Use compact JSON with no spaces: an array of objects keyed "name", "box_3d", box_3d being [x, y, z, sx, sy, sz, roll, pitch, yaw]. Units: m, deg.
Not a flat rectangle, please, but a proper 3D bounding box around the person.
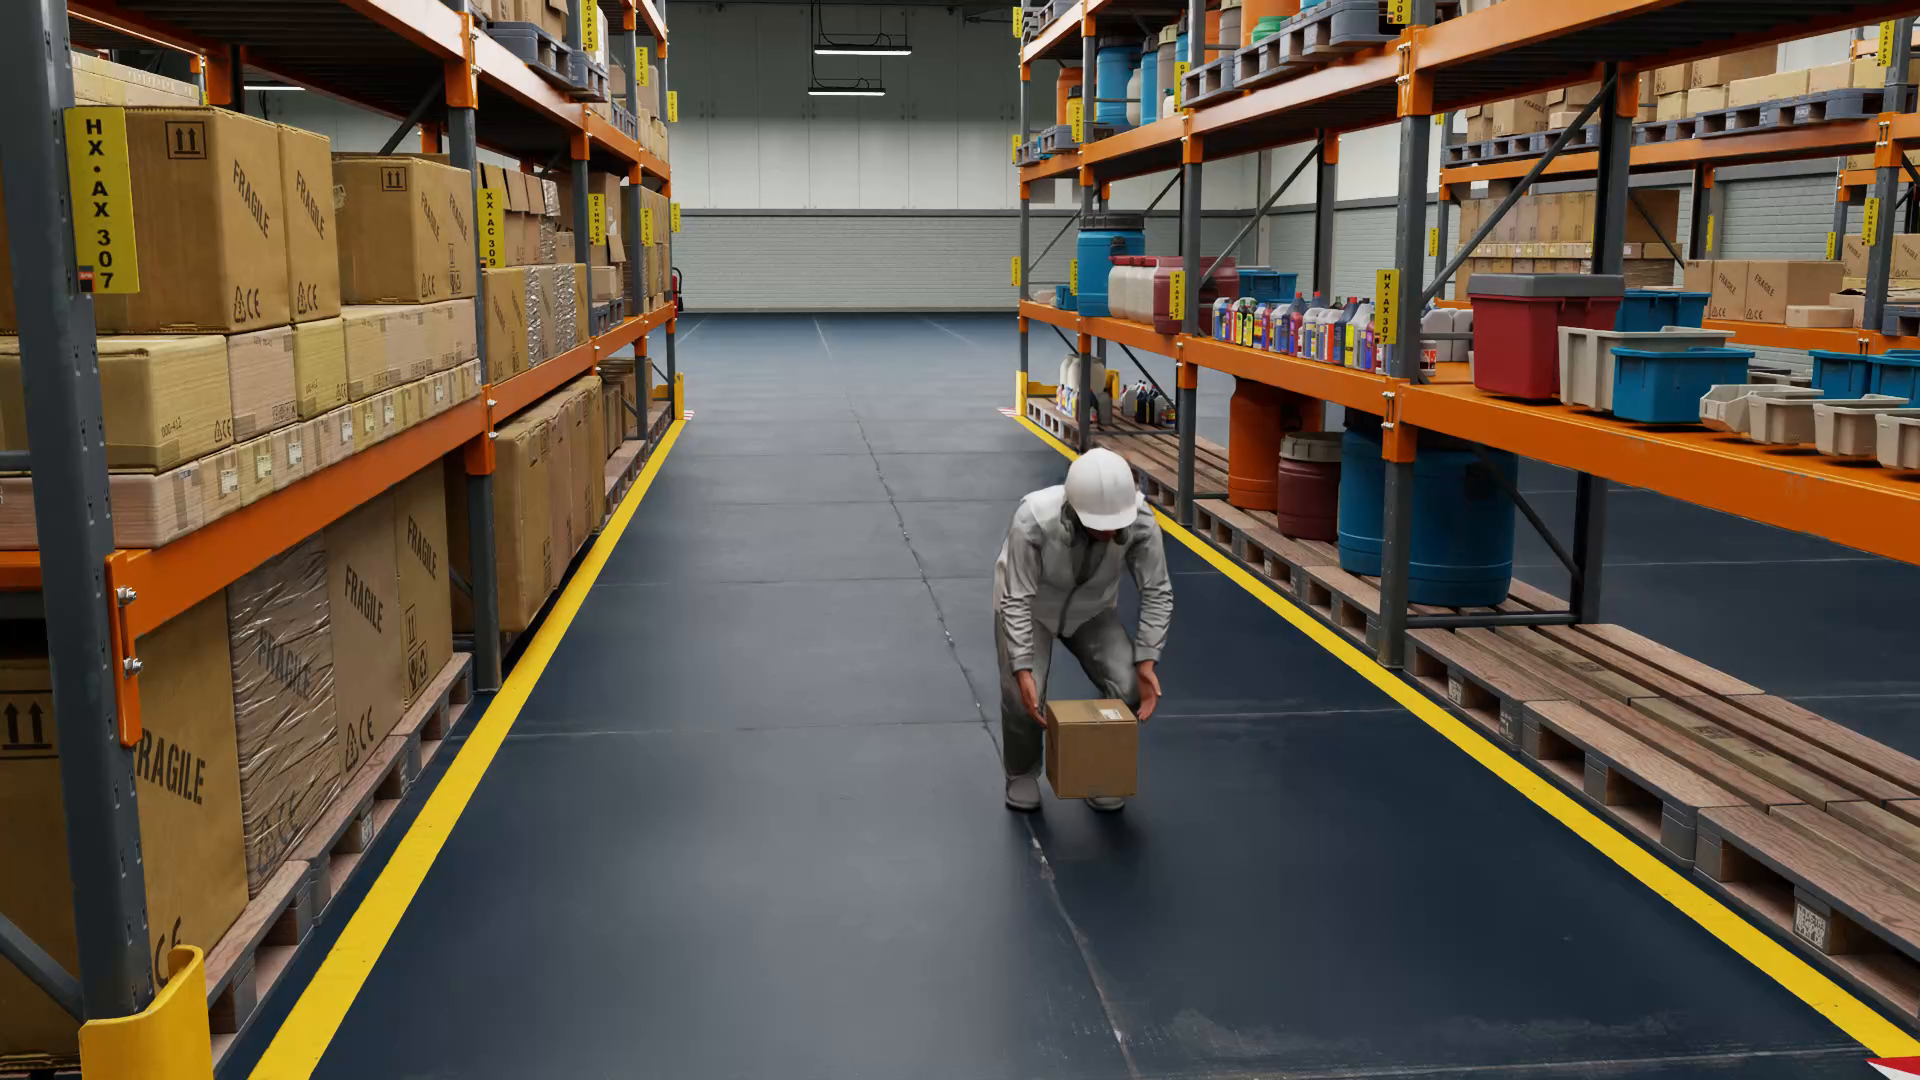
[{"name":"person","box_3d":[0.405,0.304,5.620,0.579,1.249,0.836,-1,10,-6]}]
